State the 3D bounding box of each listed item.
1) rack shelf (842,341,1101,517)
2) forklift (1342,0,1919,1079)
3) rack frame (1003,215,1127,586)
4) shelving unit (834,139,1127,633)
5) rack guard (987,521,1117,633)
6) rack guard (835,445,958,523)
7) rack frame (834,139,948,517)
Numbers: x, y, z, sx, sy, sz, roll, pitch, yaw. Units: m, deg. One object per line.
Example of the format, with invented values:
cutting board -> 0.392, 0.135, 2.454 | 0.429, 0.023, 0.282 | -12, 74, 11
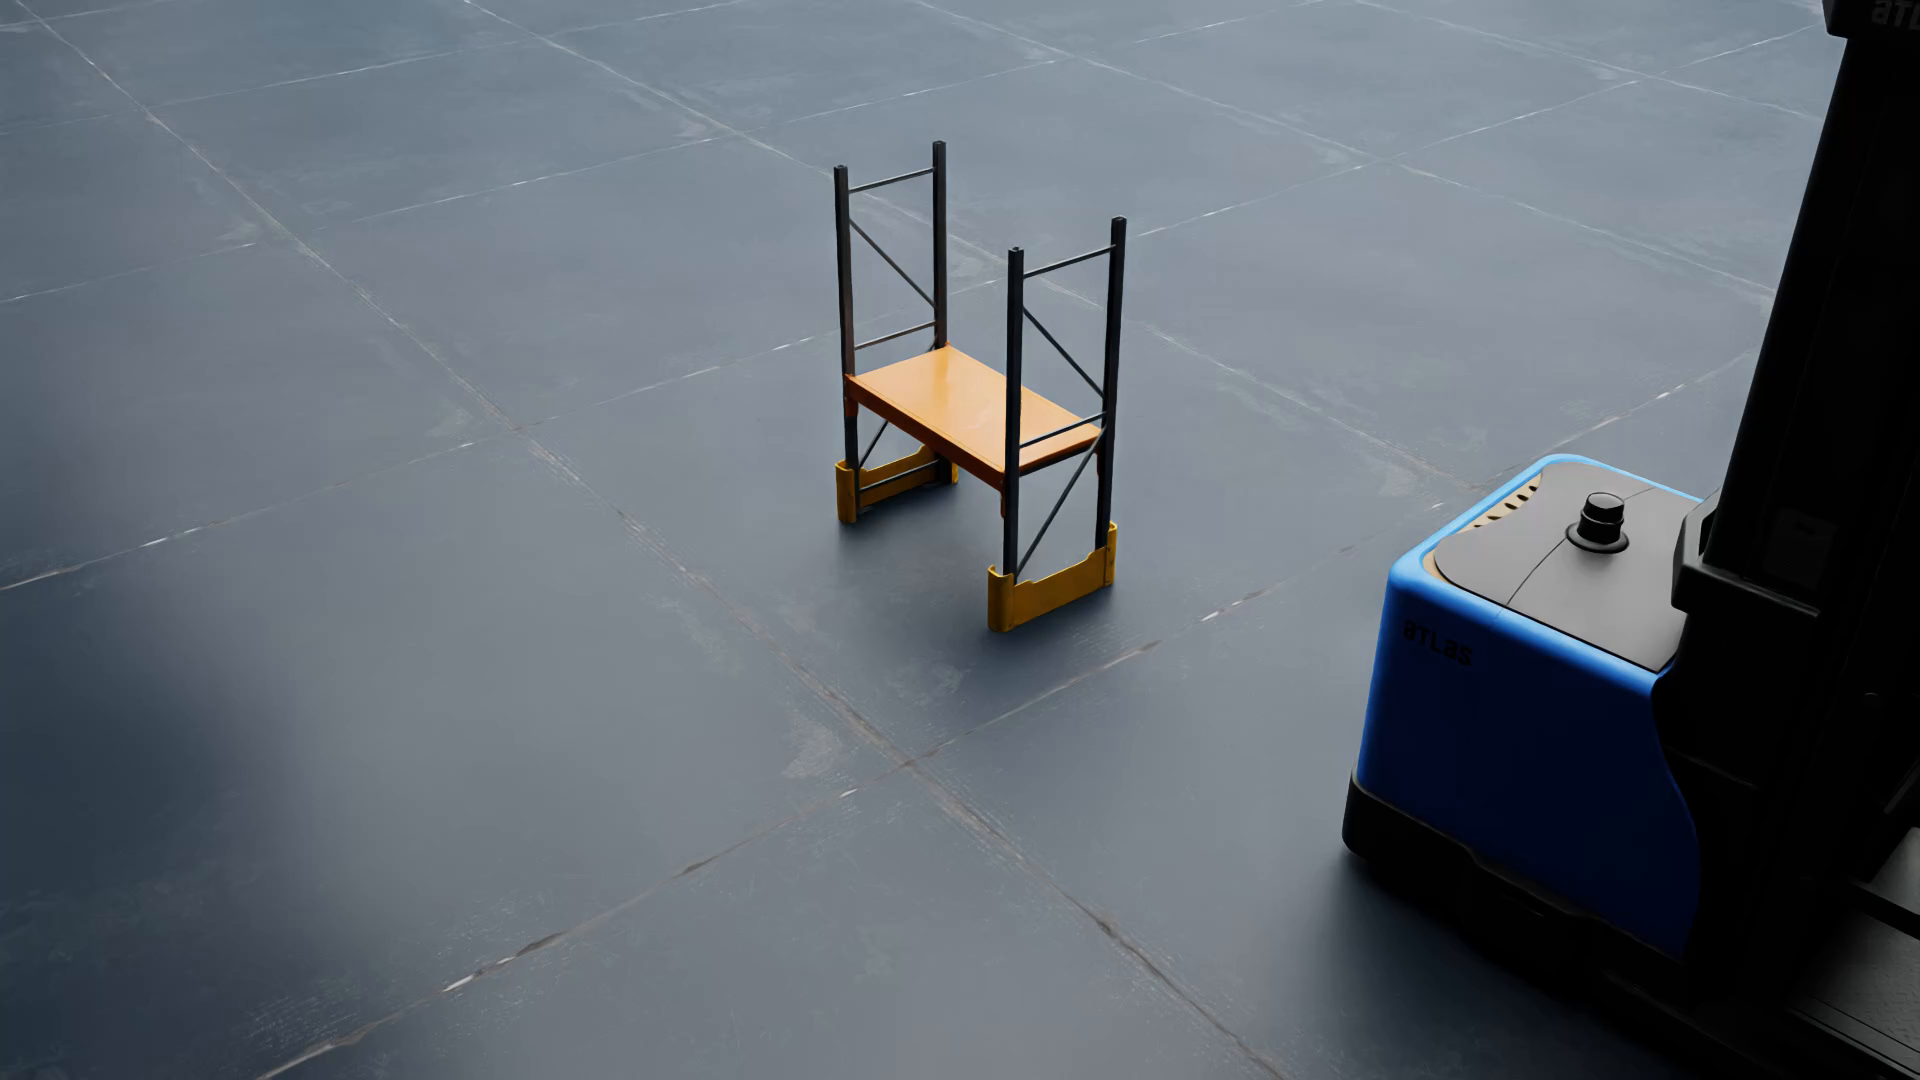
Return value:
rack shelf -> 0.052, -0.449, 6.392 | 0.538, 0.185, 1.000 | -22, 38, -31
forklift -> 2.580, 0.102, 3.807 | 3.031, 2.935, 1.130 | 28, 41, 37
rack frame -> 0.364, -0.390, 5.956 | 0.500, 1.500, 0.032 | -22, 38, -31
shelving unit -> 0.047, -0.605, 6.303 | 0.587, 1.500, 1.083 | -22, 38, -31
rack guard -> 0.352, 0.133, 6.299 | 0.587, 0.250, 0.087 | -22, 38, -31
rack guard -> -0.259, -0.282, 6.967 | 0.587, 0.250, 0.087 | -22, 38, -31
rack frame -> -0.259, -0.813, 6.638 | 0.500, 1.500, 0.032 | -22, 38, -31
